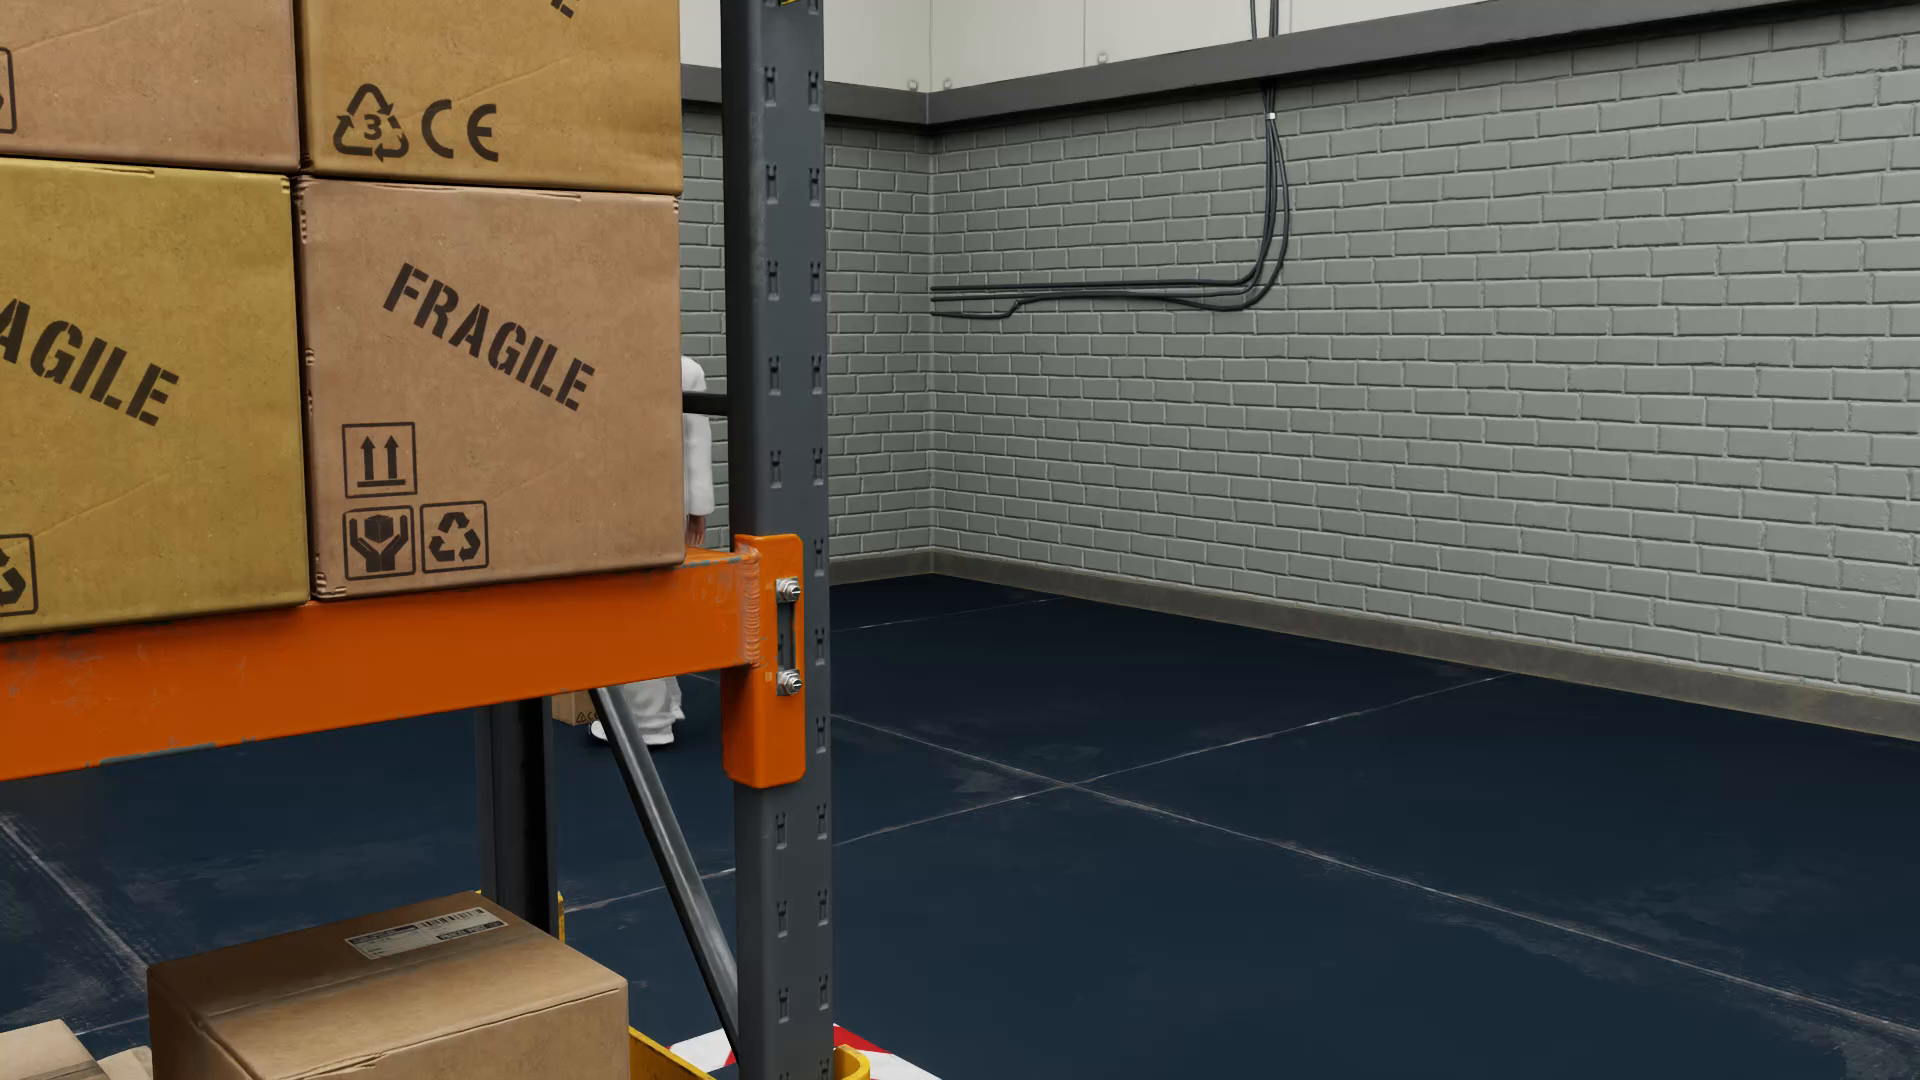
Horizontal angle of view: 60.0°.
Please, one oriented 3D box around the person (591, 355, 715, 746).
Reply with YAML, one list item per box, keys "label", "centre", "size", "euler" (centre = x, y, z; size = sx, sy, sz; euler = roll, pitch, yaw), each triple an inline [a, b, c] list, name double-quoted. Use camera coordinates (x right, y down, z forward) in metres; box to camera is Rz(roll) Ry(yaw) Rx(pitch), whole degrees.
- label: "person"
  centre: [-1.323, -0.071, 6.516]
  size: [0.510, 1.832, 0.623]
  euler: [5, 9, 36]
